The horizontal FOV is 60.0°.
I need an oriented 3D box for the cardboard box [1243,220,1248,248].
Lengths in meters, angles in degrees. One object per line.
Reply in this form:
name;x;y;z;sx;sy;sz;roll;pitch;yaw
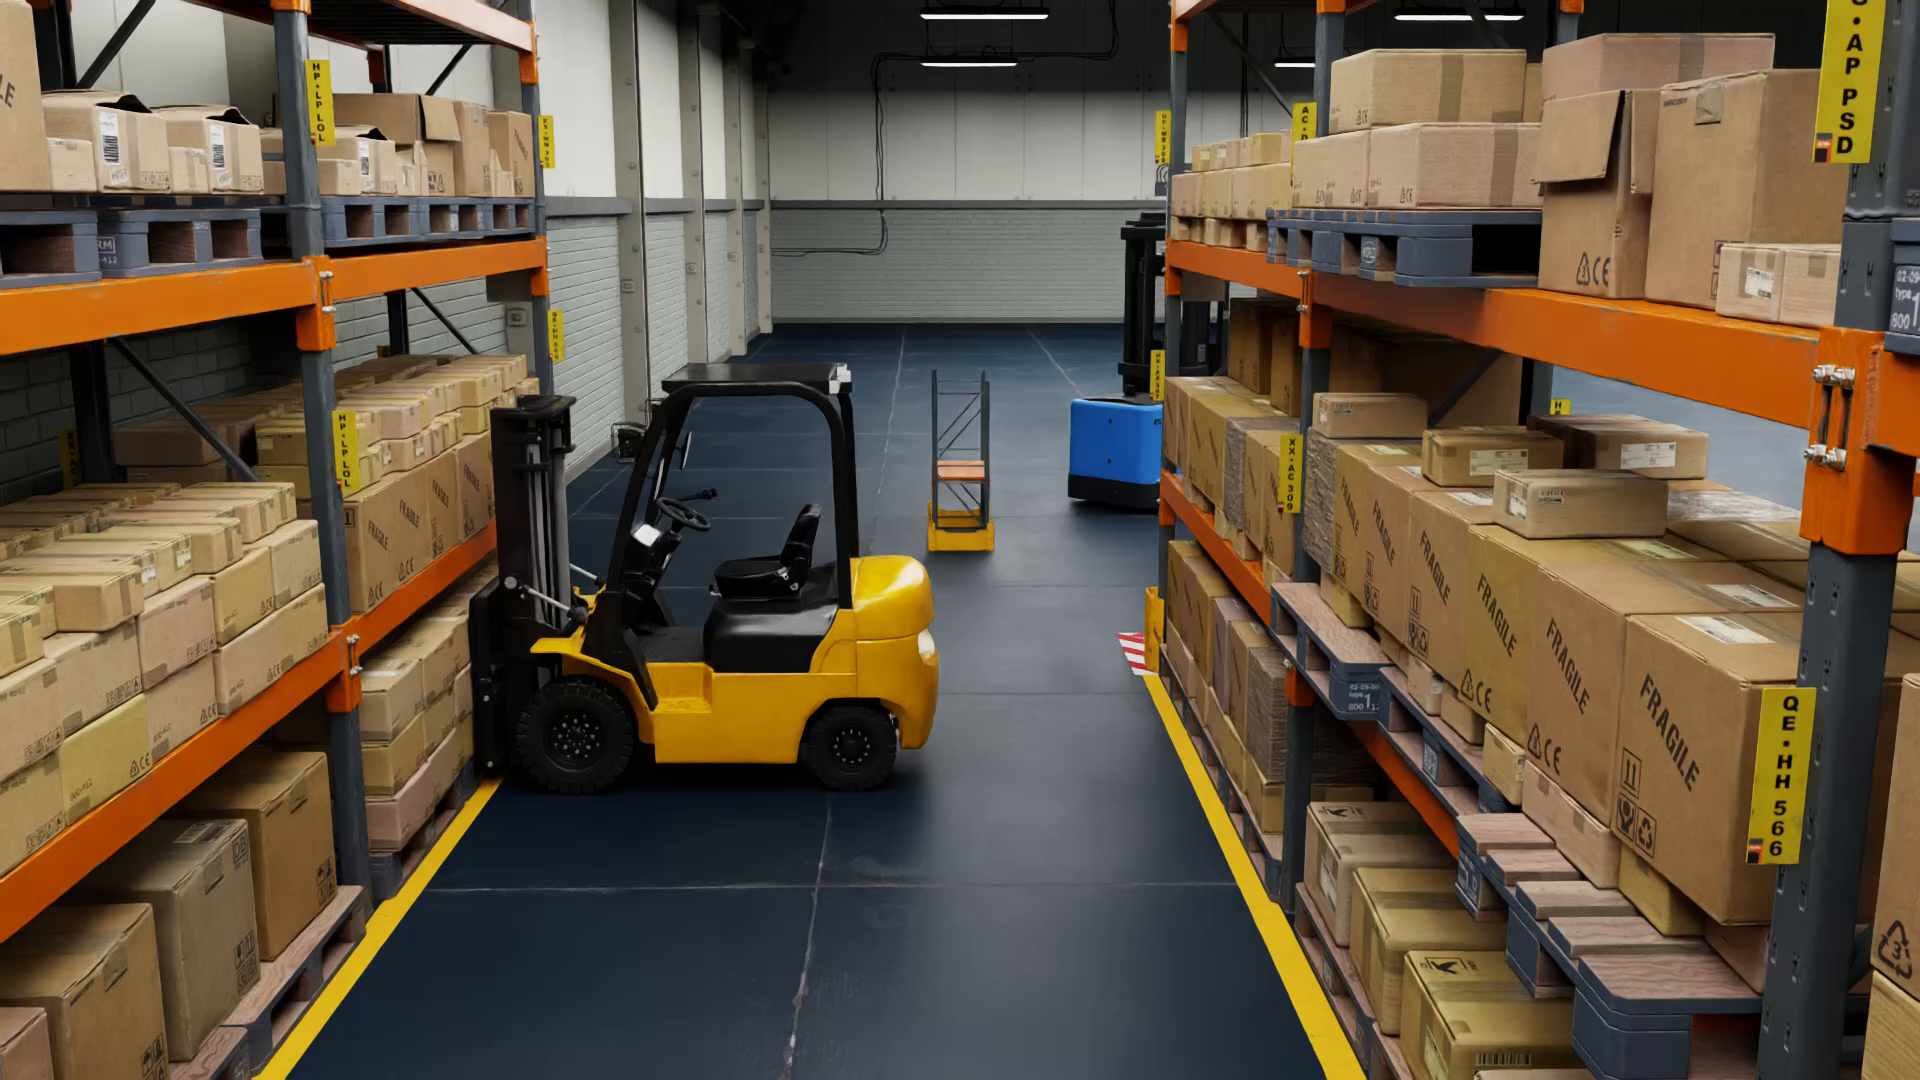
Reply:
cardboard box;1.663;-1.569;8.526;0.380;0.149;0.250;0;11;-2

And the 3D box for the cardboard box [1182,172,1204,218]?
cardboard box;1.573;-1.989;9.594;0.500;0.250;0.500;0;11;-2

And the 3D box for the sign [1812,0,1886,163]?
sign;1.451;-0.779;2.702;0.100;0.325;0.005;0;11;-1

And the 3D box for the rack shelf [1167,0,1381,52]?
rack shelf;1.870;-2.836;8.415;1.077;0.370;4.000;0;11;-1

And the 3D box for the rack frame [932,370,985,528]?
rack frame;-0.012;-0.853;15.683;0.500;1.500;0.032;0;11;-1

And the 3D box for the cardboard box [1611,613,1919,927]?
cardboard box;1.706;0.453;3.419;0.500;0.500;0.500;-1;11;-3

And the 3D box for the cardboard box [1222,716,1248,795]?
cardboard box;1.609;1.067;8.307;0.500;0.250;0.500;-1;11;-3

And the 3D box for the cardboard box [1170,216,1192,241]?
cardboard box;1.511;-1.928;10.294;0.380;0.149;0.250;0;11;-1

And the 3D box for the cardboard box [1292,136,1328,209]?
cardboard box;1.522;-1.337;6.074;0.500;0.250;0.500;-1;11;-3

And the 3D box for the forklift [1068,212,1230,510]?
forklift;2.484;-1.963;17.553;1.130;2.935;3.031;11;16;42

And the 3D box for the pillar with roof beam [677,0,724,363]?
pillar with roof beam;-0.089;-7.020;27.222;9.100;9.000;0.548;0;11;-1

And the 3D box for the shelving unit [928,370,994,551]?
shelving unit;-0.002;-0.750;15.176;0.587;1.500;1.083;0;11;-1

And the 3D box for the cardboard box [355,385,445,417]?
cardboard box;-2.890;-0.714;8.594;0.380;0.149;0.250;0;11;-1

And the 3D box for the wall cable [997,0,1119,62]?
wall cable;2.419;-13.185;41.278;3.097;2.526;0.112;0;11;-1

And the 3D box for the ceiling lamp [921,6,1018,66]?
ceiling lamp;0.188;-11.500;34.622;2.000;3.185;0.800;0;11;-1

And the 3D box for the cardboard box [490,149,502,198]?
cardboard box;-2.808;-2.072;9.404;0.396;0.266;0.258;0;11;-1

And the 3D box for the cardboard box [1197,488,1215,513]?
cardboard box;1.571;-0.251;9.576;0.380;0.149;0.250;0;11;0

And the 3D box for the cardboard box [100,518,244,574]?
cardboard box;-2.708;0.020;5.723;0.380;0.149;0.250;-1;11;-3

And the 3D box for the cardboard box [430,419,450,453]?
cardboard box;-2.793;-0.518;8.374;0.380;0.149;0.250;-1;11;-3

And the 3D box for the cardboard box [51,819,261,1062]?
cardboard box;-3.021;1.384;5.798;0.875;0.625;0.625;0;11;-2

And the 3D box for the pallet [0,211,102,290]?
pallet;-3.098;-0.771;4.436;1.003;0.211;1.213;0;11;1

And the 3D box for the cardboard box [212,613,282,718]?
cardboard box;-2.763;0.441;5.910;0.500;0.250;0.500;0;11;-1

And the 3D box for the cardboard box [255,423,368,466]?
cardboard box;-2.761;-0.409;7.090;0.380;0.149;0.250;0;11;0

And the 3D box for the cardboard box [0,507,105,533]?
cardboard box;-3.301;-0.025;5.944;0.380;0.149;0.250;0;11;-1

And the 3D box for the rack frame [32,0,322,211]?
rack frame;-3.051;-2.772;6.279;1.000;3.000;0.127;0;11;-1

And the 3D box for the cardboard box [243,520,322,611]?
cardboard box;-2.786;0.093;6.365;0.500;0.250;0.500;0;11;-2

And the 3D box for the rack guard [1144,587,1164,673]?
rack guard;1.830;0.592;11.073;1.175;0.500;0.348;0;11;-1

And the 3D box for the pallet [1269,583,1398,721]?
pallet;1.781;0.394;6.247;1.003;0.211;1.213;0;11;-1

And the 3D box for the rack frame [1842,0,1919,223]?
rack frame;1.994;-1.998;2.464;1.000;3.000;0.127;0;11;-1

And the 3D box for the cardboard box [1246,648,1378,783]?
cardboard box;1.631;0.805;7.711;0.500;0.500;0.500;0;11;-2

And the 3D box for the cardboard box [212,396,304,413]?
cardboard box;-3.396;-0.610;8.083;0.380;0.149;0.250;0;11;-2

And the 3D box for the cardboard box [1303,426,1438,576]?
cardboard box;1.634;-0.159;6.433;0.500;0.500;0.500;0;11;0

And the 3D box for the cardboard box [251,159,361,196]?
cardboard box;-2.757;-1.524;6.996;0.380;0.149;0.250;0;11;0

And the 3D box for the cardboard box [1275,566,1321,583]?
cardboard box;1.600;0.208;7.313;0.380;0.149;0.250;0;11;-2

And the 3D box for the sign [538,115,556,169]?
sign;-2.591;-2.491;10.414;0.100;0.325;0.005;0;11;-1

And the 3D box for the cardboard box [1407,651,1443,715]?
cardboard box;1.606;0.435;5.137;0.380;0.149;0.250;0;11;1

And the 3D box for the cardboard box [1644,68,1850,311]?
cardboard box;1.984;-0.765;3.681;0.700;0.500;0.500;0;11;-1

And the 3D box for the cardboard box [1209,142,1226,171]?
cardboard box;1.552;-2.063;8.955;0.380;0.149;0.250;0;11;0

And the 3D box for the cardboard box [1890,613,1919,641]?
cardboard box;2.216;0.451;3.425;0.500;0.500;0.500;-1;11;-3

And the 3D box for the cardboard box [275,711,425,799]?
cardboard box;-2.753;0.968;7.538;0.500;0.250;0.500;0;11;-1

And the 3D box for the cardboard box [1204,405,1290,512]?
cardboard box;1.605;-0.442;8.885;0.500;0.500;0.500;0;11;-2

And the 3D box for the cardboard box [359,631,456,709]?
cardboard box;-2.748;0.621;7.989;0.500;0.250;0.500;0;11;-1

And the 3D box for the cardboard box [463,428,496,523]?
cardboard box;-2.849;-0.374;9.297;0.500;0.500;0.500;0;11;-2

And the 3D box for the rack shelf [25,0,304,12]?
rack shelf;-3.010;-1.826;4.431;1.077;0.370;4.000;0;11;-1

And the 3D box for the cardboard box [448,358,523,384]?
cardboard box;-2.880;-1.020;10.103;0.380;0.149;0.250;0;11;-1

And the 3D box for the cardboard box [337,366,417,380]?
cardboard box;-3.359;-0.918;9.599;0.380;0.149;0.250;0;11;-1

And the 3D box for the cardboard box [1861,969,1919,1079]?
cardboard box;1.757;0.873;2.524;0.500;0.250;0.500;0;11;-2

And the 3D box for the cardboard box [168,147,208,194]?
cardboard box;-2.725;-1.216;5.479;0.380;0.149;0.250;0;11;-1

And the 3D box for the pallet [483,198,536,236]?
pallet;-3.145;-1.913;9.812;1.003;0.211;1.213;0;11;-1

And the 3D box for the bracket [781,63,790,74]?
bracket;-4.343;-11.707;41.271;0.235;0.232;0.430;0;11;-1

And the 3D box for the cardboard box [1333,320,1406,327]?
cardboard box;2.147;-0.827;8.270;0.700;0.500;0.500;0;11;-2

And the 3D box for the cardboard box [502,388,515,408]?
cardboard box;-2.868;-0.823;9.881;0.380;0.149;0.250;0;11;0

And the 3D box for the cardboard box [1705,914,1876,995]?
cardboard box;1.752;0.796;3.360;0.380;0.149;0.250;0;11;1
